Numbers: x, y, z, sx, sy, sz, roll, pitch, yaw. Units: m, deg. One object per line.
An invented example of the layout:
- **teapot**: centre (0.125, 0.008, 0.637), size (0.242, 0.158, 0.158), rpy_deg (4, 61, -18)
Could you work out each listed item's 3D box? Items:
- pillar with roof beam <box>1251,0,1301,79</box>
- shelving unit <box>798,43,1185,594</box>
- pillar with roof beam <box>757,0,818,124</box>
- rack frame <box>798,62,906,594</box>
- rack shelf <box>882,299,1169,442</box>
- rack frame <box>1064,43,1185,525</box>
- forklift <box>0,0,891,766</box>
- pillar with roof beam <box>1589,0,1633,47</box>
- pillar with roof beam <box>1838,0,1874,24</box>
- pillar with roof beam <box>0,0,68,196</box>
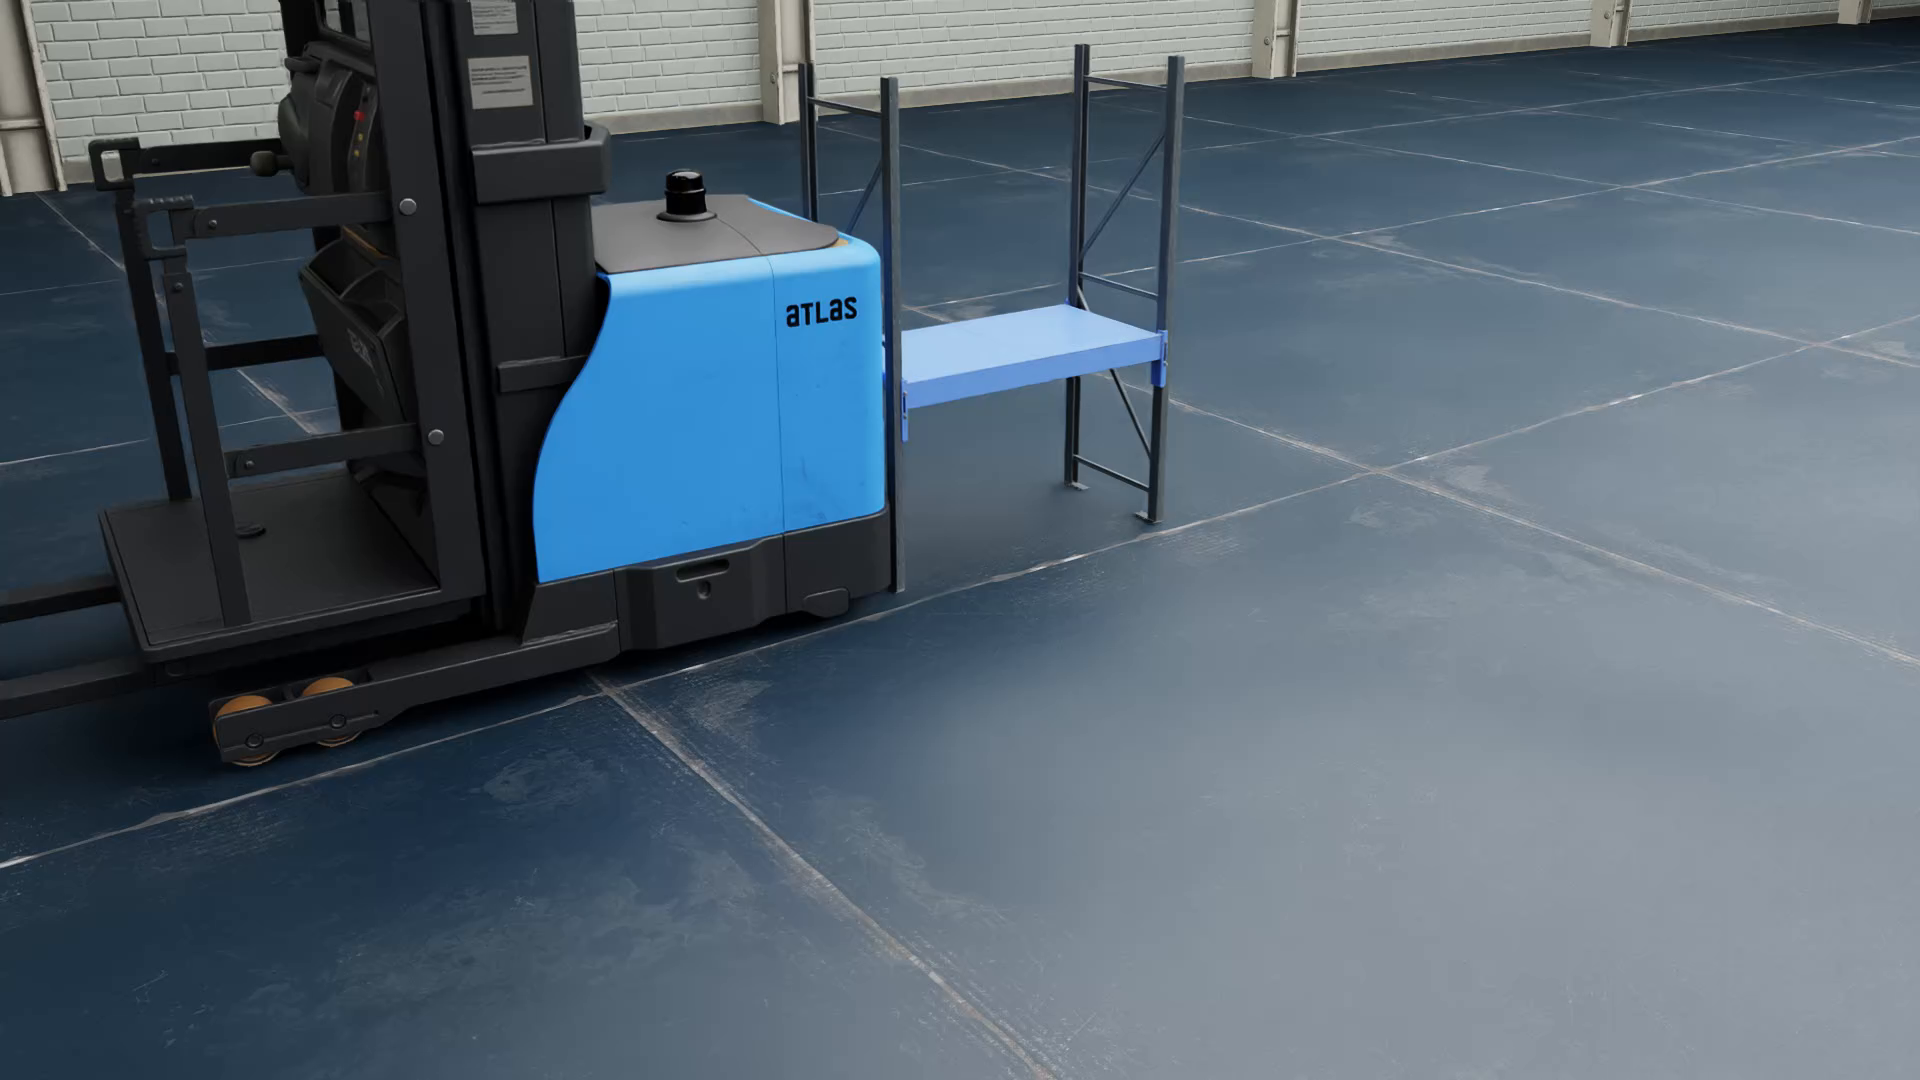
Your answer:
- **pillar with roof beam**: centre (5.886, -7.882, 13.008), size (0.400, 9.000, 9.100), rpy_deg (-15, 26, -33)
- **shelving unit**: centre (0.102, -0.720, 5.177), size (1.048, 1.500, 0.538), rpy_deg (-14, 26, -32)
- **pillar with roof beam**: centre (1.015, -6.584, 9.754), size (0.400, 9.000, 9.100), rpy_deg (-15, 26, -33)
- **rack frame**: centre (-0.318, -0.614, 4.911), size (0.032, 1.500, 0.500), rpy_deg (-14, 26, -32)
- **rack shelf**: centre (0.102, -0.553, 5.243), size (1.000, 0.185, 0.538), rpy_deg (-14, 26, -32)
- **rack frame**: centre (0.522, -0.826, 5.443), size (0.032, 1.500, 0.500), rpy_deg (-14, 26, -32)
- **forklift**: centre (-1.733, -1.037, 4.041), size (3.031, 2.935, 1.130), rpy_deg (-12, 25, -28)
- **pillar with roof beam**: centre (10.756, -9.181, 16.263), size (0.400, 9.000, 9.100), rpy_deg (-15, 26, -33)
- **pillar with roof beam**: centre (15.627, -10.480, 19.517), size (0.400, 9.000, 9.100), rpy_deg (-15, 26, -33)
- **pillar with roof beam**: centre (-3.855, -5.285, 6.499), size (0.400, 9.000, 9.100), rpy_deg (-15, 26, -33)
